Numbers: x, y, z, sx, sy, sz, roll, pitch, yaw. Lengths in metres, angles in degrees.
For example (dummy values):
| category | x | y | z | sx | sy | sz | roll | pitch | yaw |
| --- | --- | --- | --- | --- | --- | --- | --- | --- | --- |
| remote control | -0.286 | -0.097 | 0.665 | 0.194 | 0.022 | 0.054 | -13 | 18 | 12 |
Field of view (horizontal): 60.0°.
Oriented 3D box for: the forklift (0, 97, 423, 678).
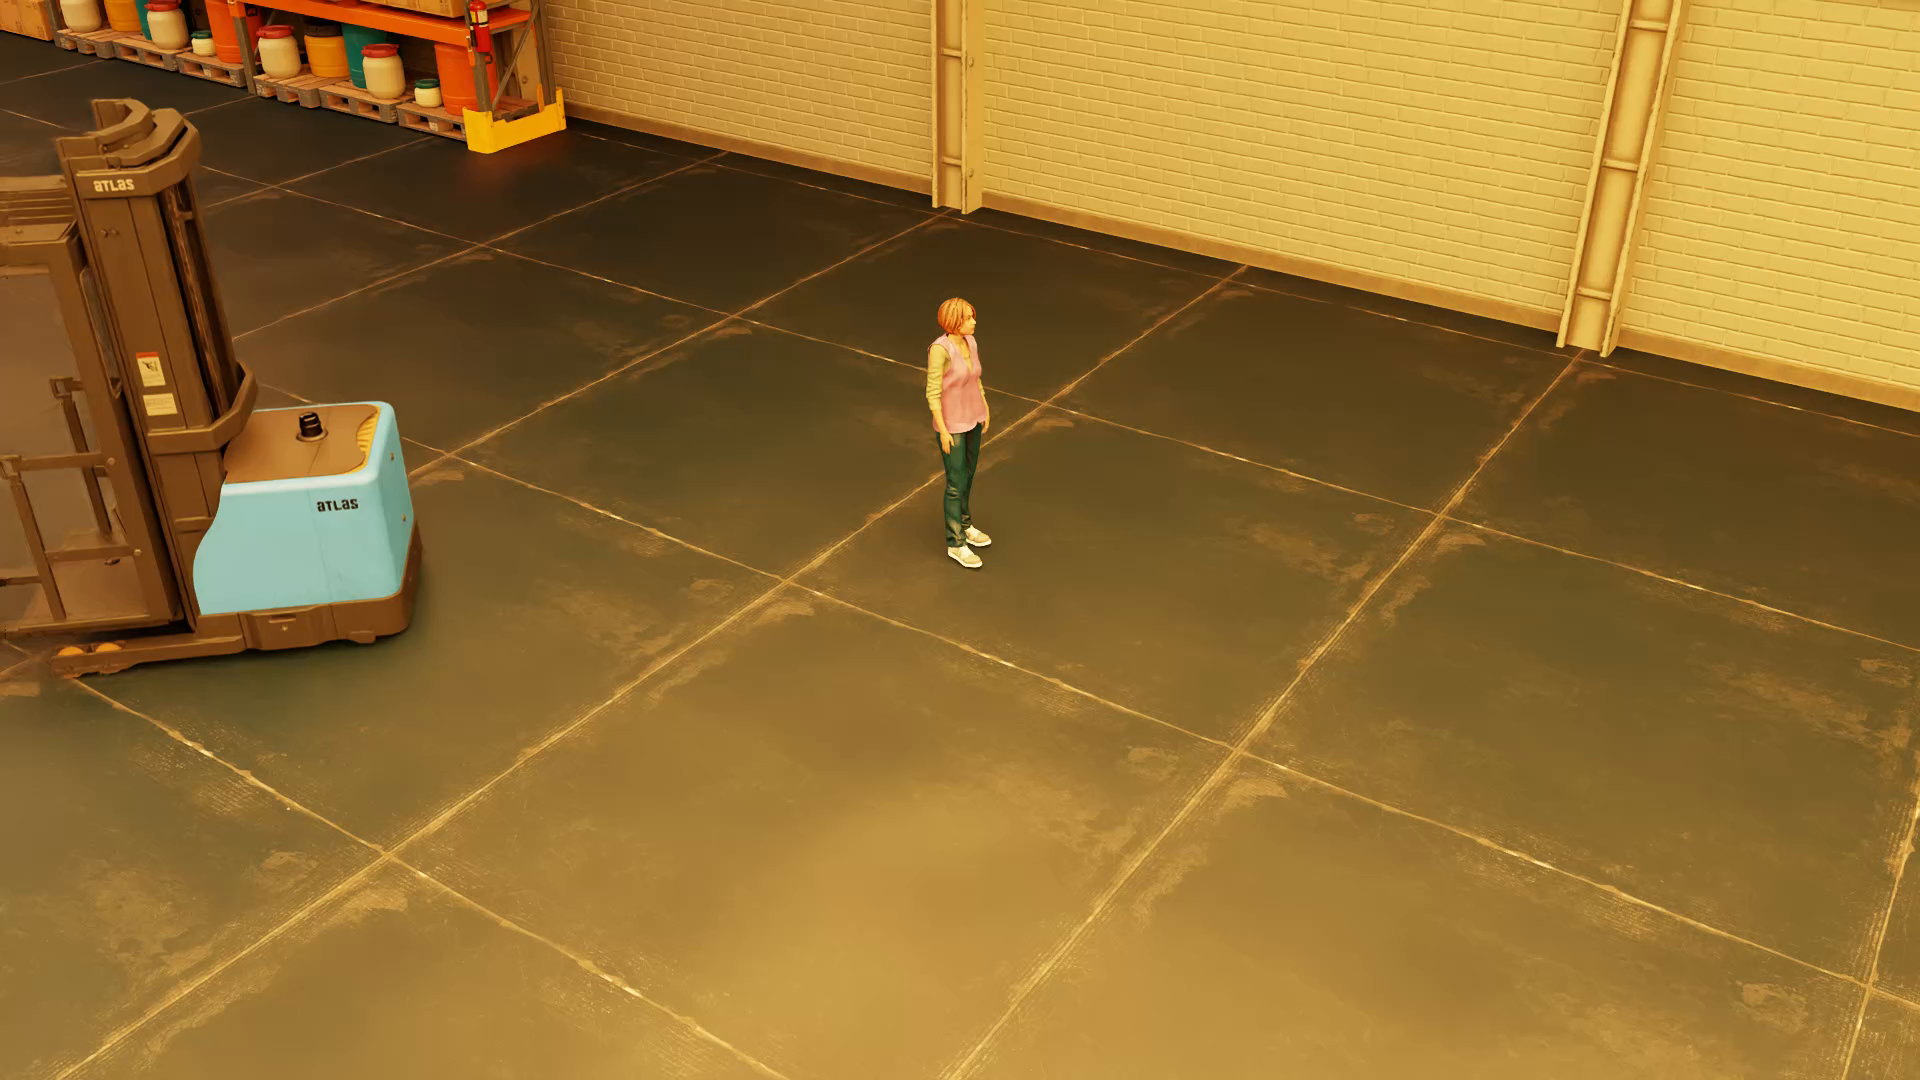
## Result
| category | x | y | z | sx | sy | sz | roll | pitch | yaw |
| --- | --- | --- | --- | --- | --- | --- | --- | --- | --- |
| forklift | -4.722 | -0.794 | 8.949 | 3.031 | 2.935 | 1.130 | -5 | 31 | -9 |

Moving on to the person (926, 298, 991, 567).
| category | x | y | z | sx | sy | sz | roll | pitch | yaw |
| --- | --- | --- | --- | --- | --- | --- | --- | --- | --- |
| person | 0.054 | -0.664 | 10.053 | 0.473 | 1.585 | 0.520 | 19 | 35 | 29 |
